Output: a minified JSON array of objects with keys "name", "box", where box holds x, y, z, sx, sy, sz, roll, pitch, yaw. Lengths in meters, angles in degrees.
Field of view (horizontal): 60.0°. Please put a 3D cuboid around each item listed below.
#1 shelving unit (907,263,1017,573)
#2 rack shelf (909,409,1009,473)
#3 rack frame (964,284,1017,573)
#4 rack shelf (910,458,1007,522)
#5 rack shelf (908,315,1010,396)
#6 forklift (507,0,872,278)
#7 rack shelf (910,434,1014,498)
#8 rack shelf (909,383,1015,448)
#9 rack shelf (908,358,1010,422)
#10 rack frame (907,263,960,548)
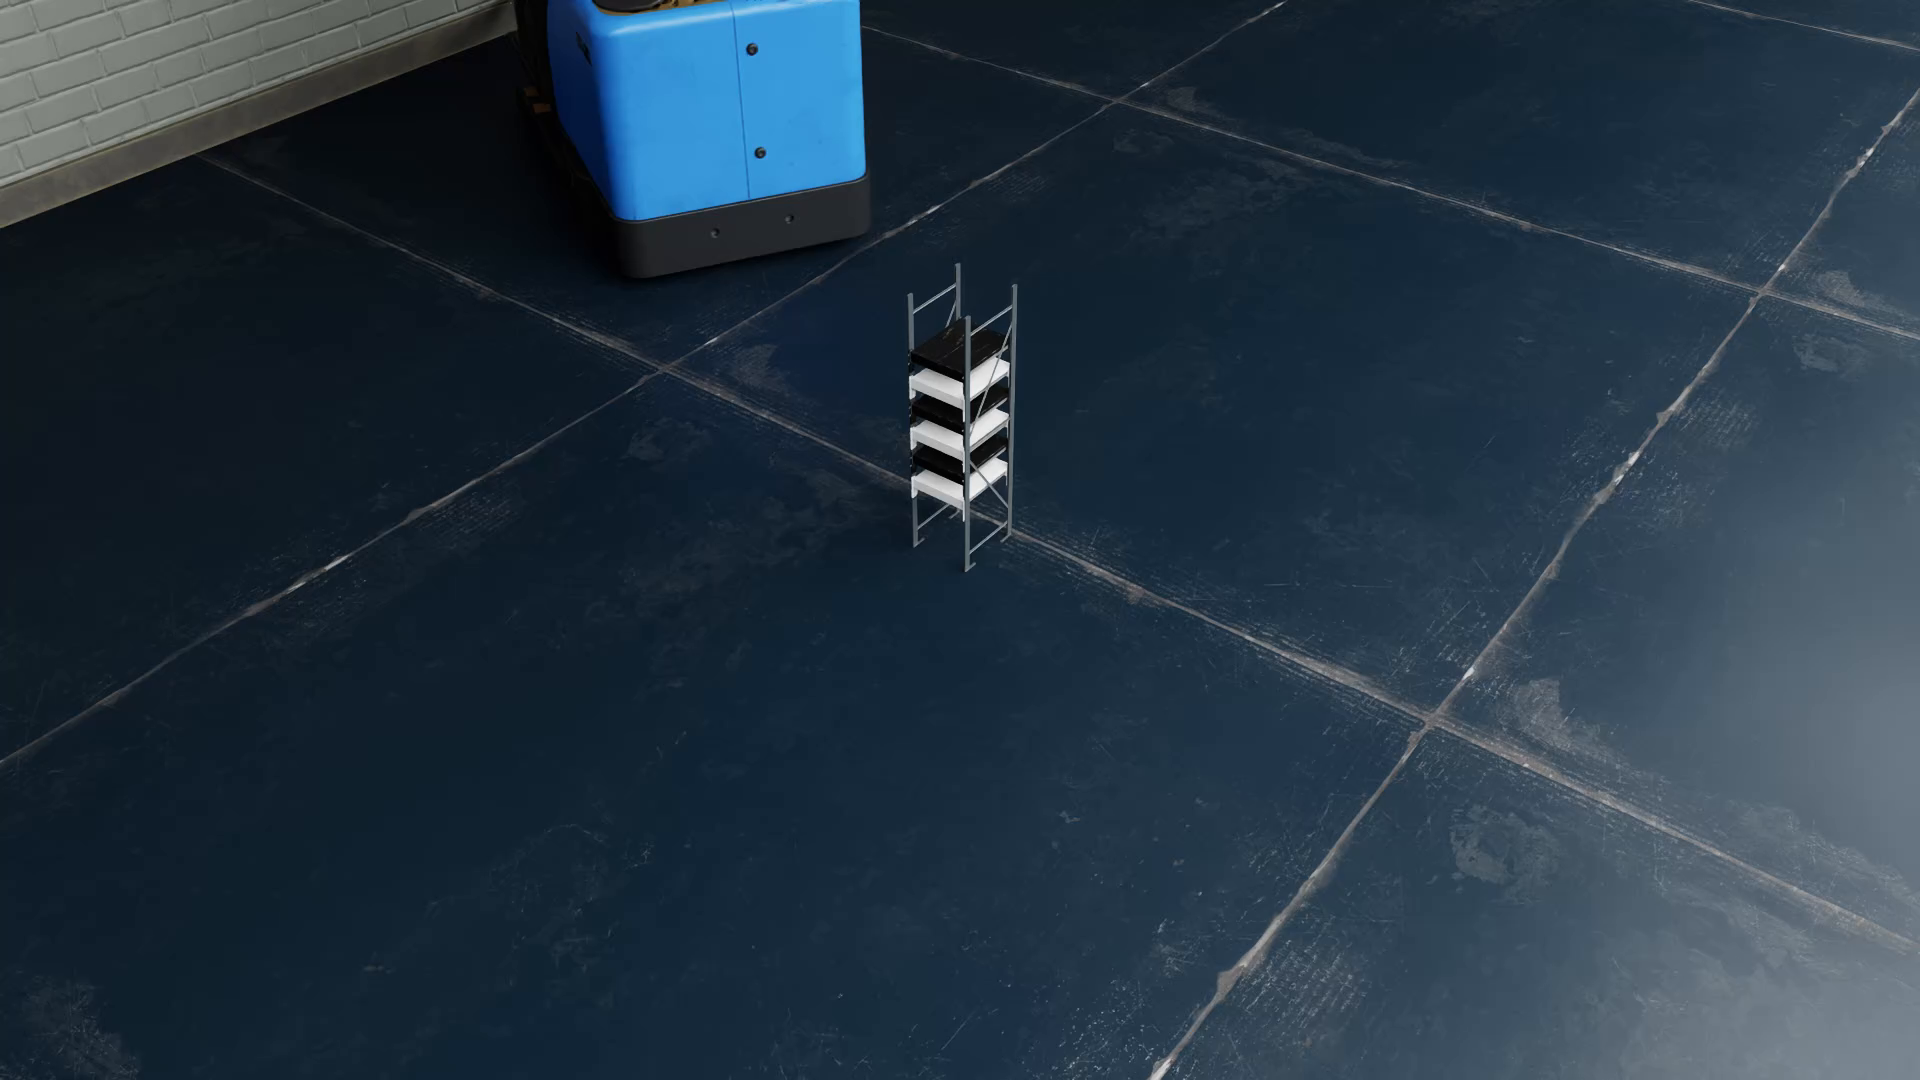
[{"name":"shelving unit","box":[0.006,-0.351,4.969,0.210,0.900,0.258,25,45,29]},{"name":"rack shelf","box":[0.006,-0.325,4.989,0.200,0.077,0.258,25,45,29]},{"name":"rack frame","box":[0.087,-0.313,4.920,0.006,0.900,0.240,25,45,29]},{"name":"rack shelf","box":[0.006,-0.183,5.100,0.200,0.077,0.258,25,45,29]},{"name":"rack shelf","box":[0.006,-0.538,4.823,0.200,0.077,0.258,25,45,29]},{"name":"forklift","box":[-1.405,-3.072,6.796,1.130,2.935,3.031,-15,40,-18]},{"name":"rack shelf","box":[0.006,-0.254,5.045,0.200,0.077,0.258,25,45,29]},{"name":"rack shelf","box":[0.006,-0.396,4.934,0.200,0.077,0.258,25,45,29]},{"name":"rack shelf","box":[0.006,-0.467,4.878,0.200,0.077,0.258,25,45,29]},{"name":"rack frame","box":[-0.074,-0.389,5.017,0.006,0.900,0.240,25,45,29]}]
